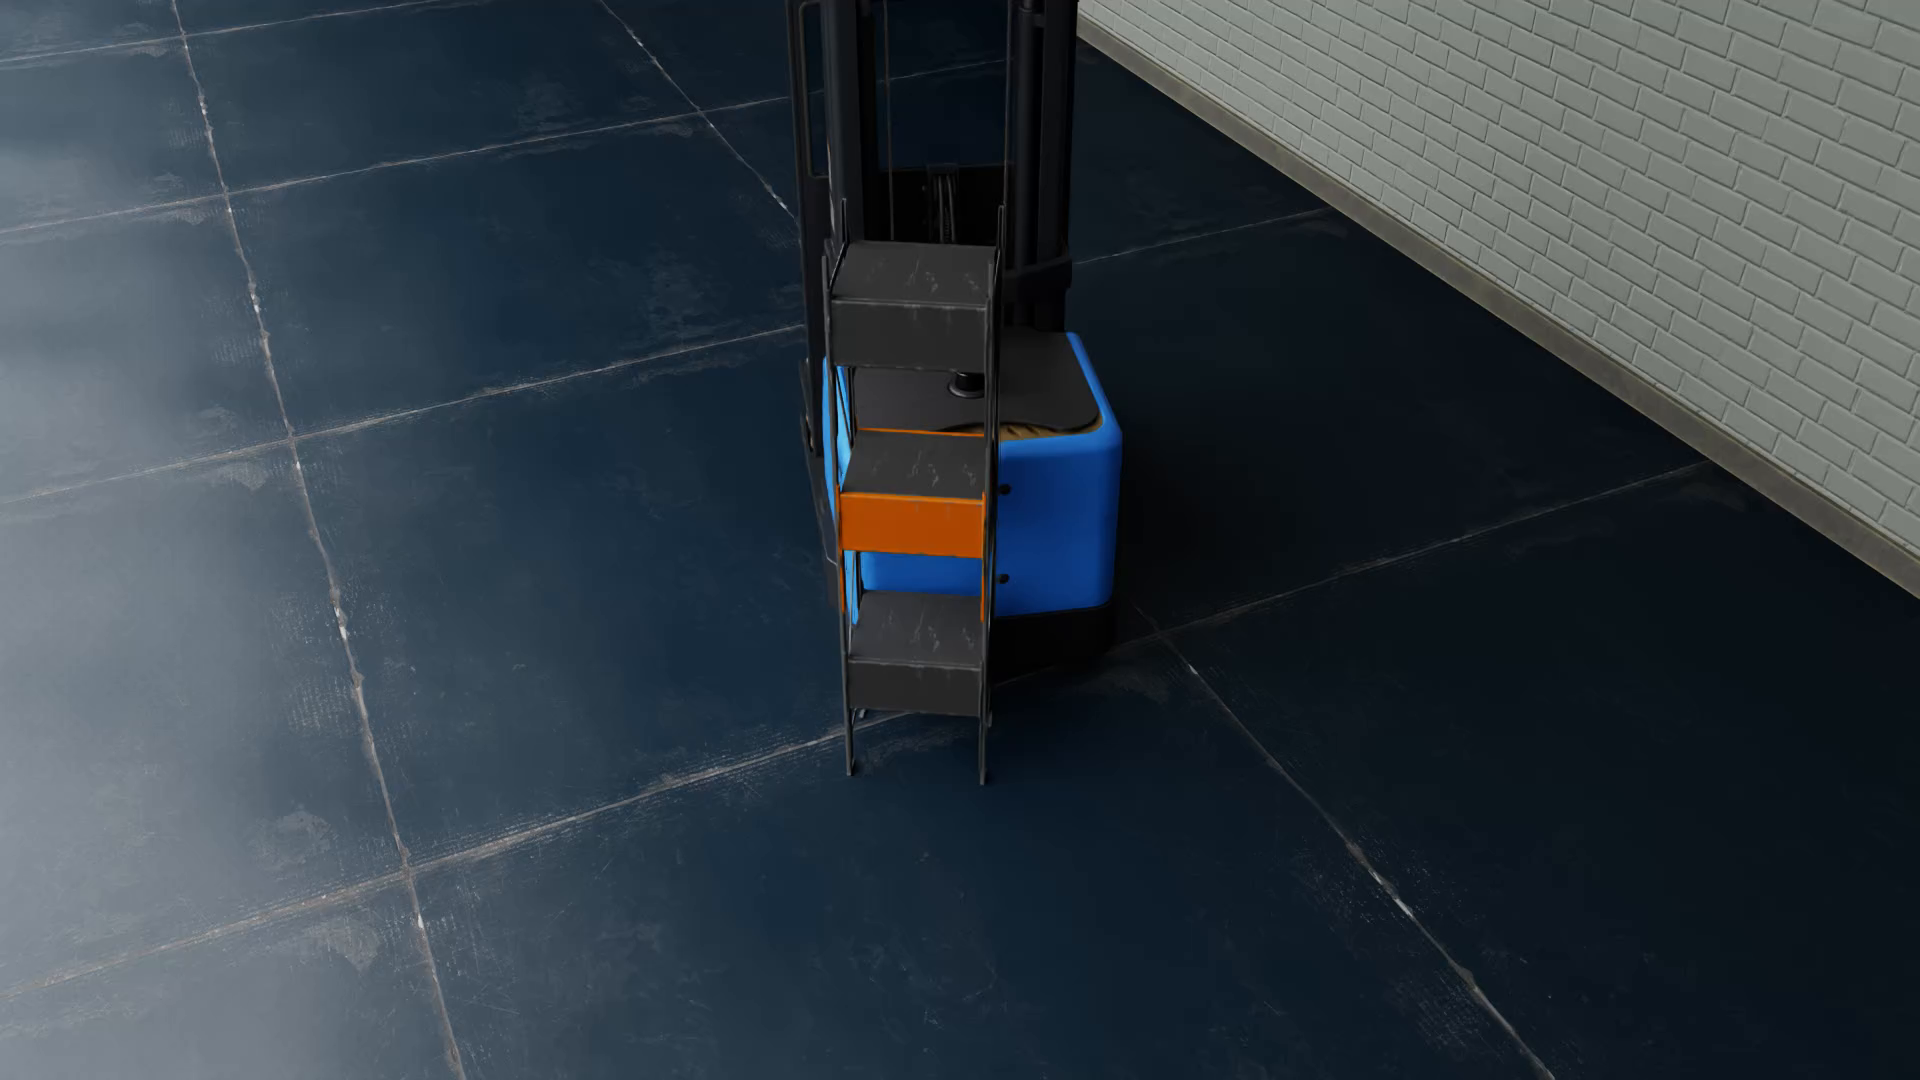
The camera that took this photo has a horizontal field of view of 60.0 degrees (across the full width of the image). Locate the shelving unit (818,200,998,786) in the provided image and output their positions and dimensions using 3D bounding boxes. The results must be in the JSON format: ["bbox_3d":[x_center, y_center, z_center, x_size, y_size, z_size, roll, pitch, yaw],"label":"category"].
[{"bbox_3d":[-0.149,-0.077,5.592,0.503,2.100,0.431,2,37,3],"label":"shelving unit"}]

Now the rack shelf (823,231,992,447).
[{"bbox_3d":[-0.149,-0.629,5.183,0.480,0.518,0.431,2,37,3],"label":"rack shelf"}]

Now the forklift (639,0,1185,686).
[{"bbox_3d":[-0.421,-1.440,6.731,1.130,2.935,3.031,-24,43,-29],"label":"forklift"}]

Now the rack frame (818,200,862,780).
[{"bbox_3d":[-0.392,-0.087,5.605,0.015,2.100,0.400,2,37,3],"label":"rack frame"}]

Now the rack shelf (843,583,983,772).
[{"bbox_3d":[-0.149,0.496,6.017,0.480,0.518,0.431,2,37,3],"label":"rack shelf"}]

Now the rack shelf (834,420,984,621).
[{"bbox_3d":[-0.149,-0.066,5.600,0.480,0.518,0.431,2,37,3],"label":"rack shelf"}]

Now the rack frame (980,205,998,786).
[{"bbox_3d":[0.095,-0.068,5.579,0.015,2.100,0.400,2,37,3],"label":"rack frame"}]
